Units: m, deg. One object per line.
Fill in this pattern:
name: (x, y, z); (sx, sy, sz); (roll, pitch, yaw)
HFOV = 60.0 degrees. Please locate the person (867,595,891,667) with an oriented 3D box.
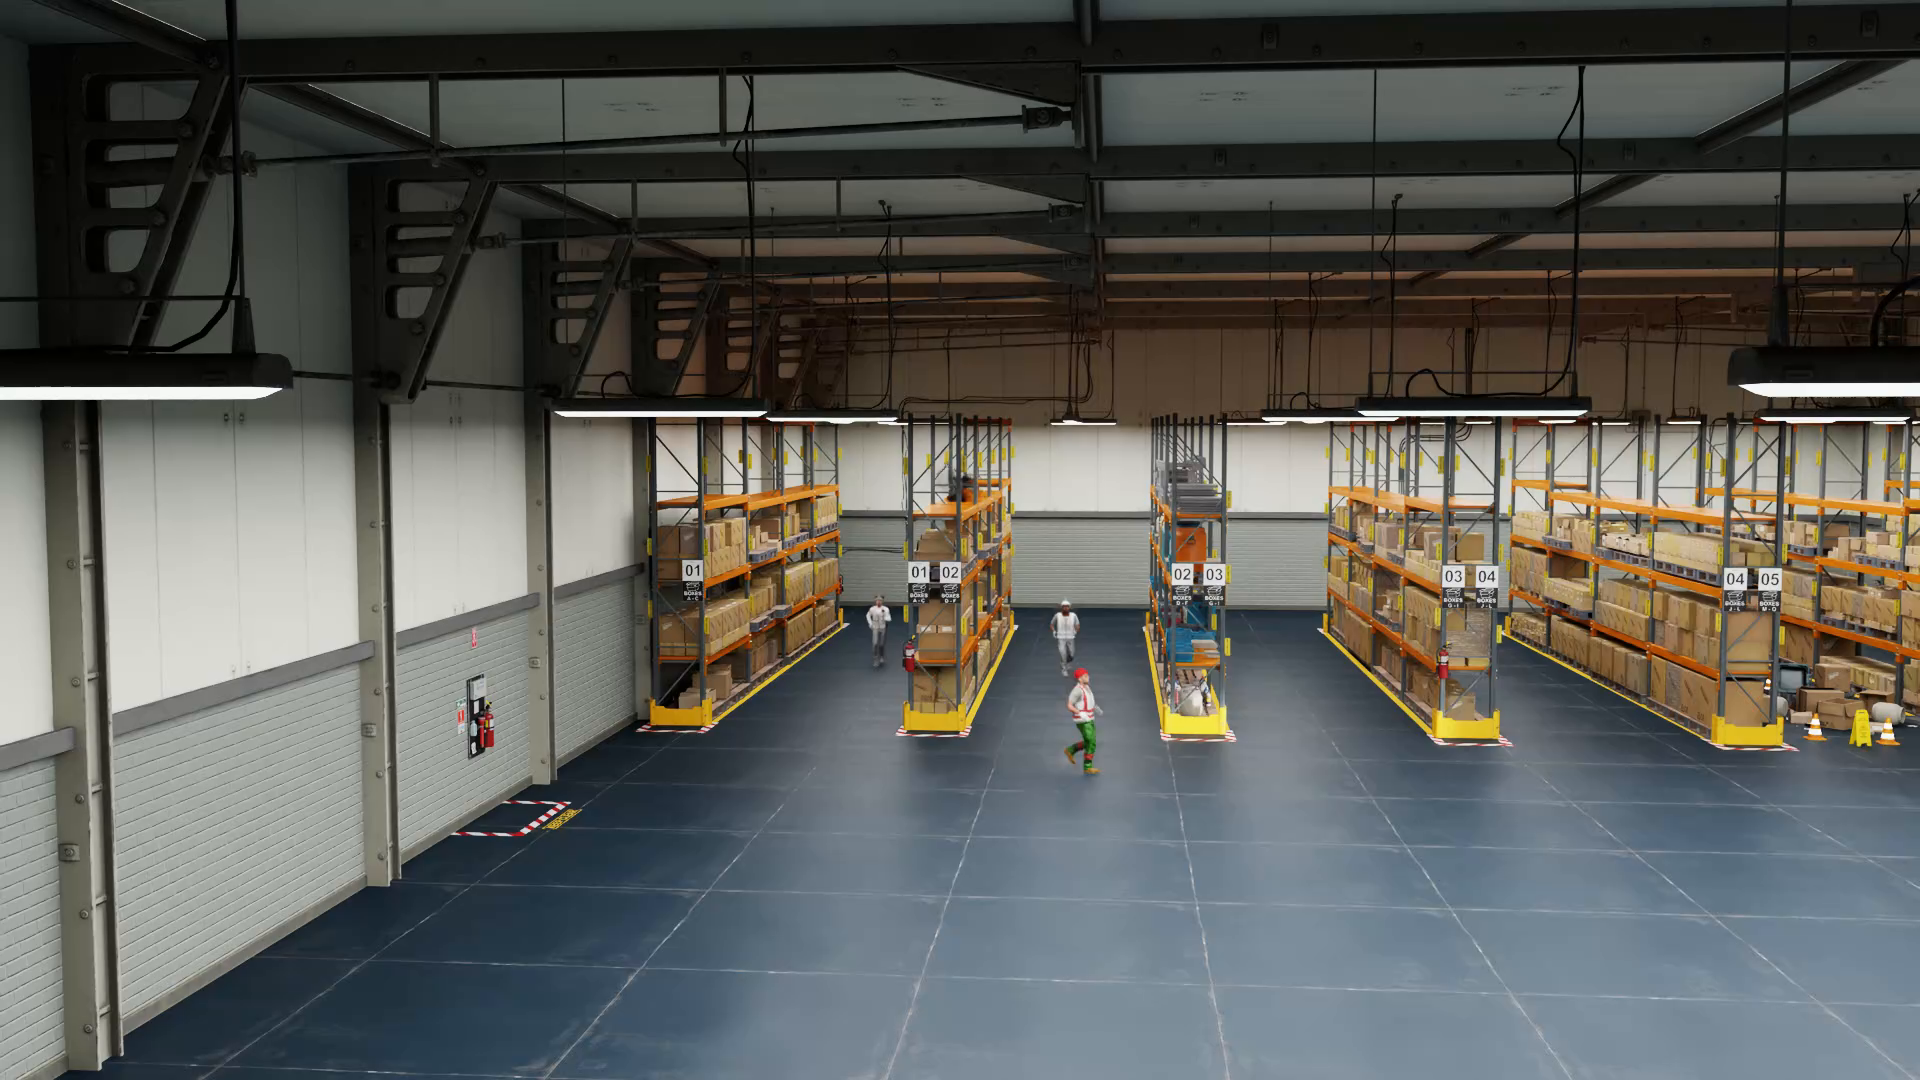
person: (-1.957, 2.186, 40.112); (0.595, 1.754, 0.688); (0, 4, -2)

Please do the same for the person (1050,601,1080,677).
person: (2.424, 2.271, 38.389); (0.689, 1.740, 0.747); (0, 4, -3)

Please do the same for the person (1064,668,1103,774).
person: (2.017, 2.993, 27.617); (0.701, 1.742, 0.659); (2, 4, 28)
